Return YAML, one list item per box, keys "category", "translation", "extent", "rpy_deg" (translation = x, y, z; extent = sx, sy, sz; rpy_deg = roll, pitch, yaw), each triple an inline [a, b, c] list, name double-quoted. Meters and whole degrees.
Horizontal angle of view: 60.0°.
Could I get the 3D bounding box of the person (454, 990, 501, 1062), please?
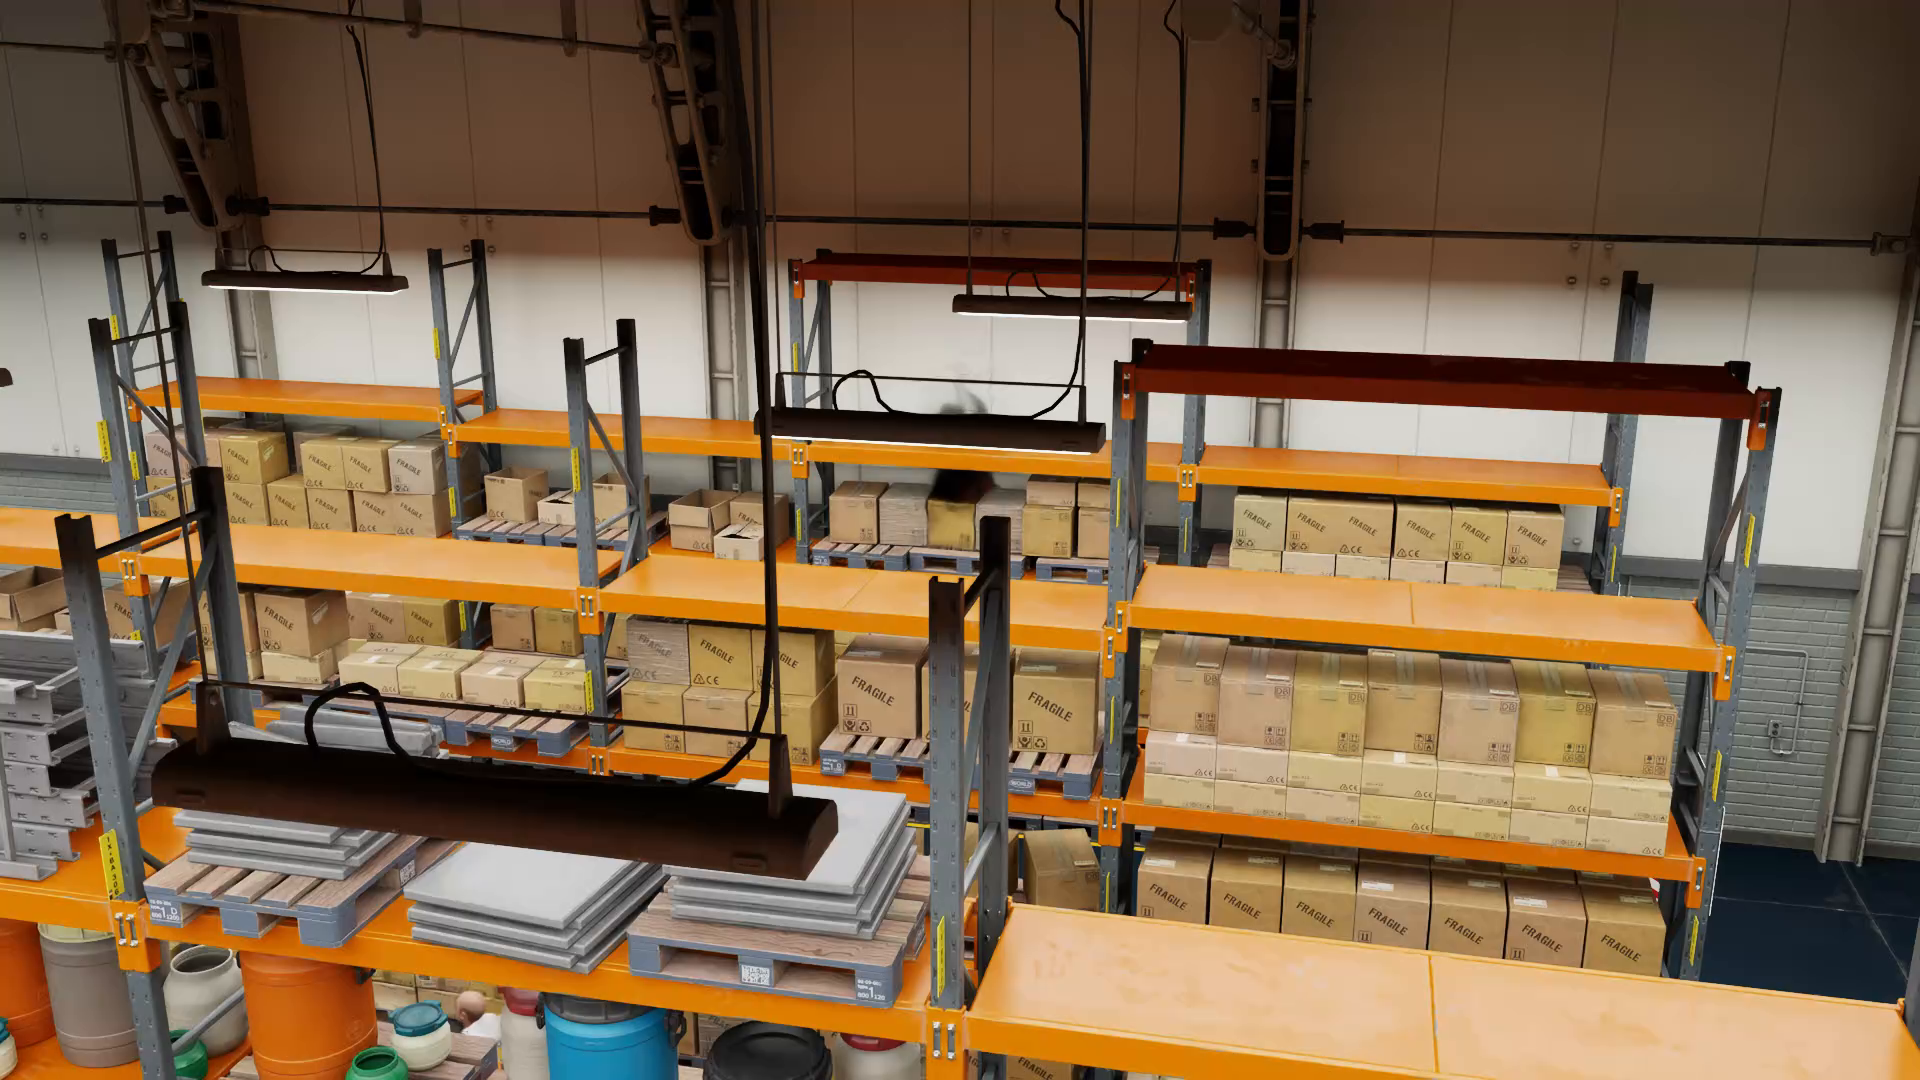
- category: "person"
  translation: [-3.280, 3.991, 11.581]
  extent: [0.986, 1.834, 0.731]
  rpy_deg: [4, 17, 13]
